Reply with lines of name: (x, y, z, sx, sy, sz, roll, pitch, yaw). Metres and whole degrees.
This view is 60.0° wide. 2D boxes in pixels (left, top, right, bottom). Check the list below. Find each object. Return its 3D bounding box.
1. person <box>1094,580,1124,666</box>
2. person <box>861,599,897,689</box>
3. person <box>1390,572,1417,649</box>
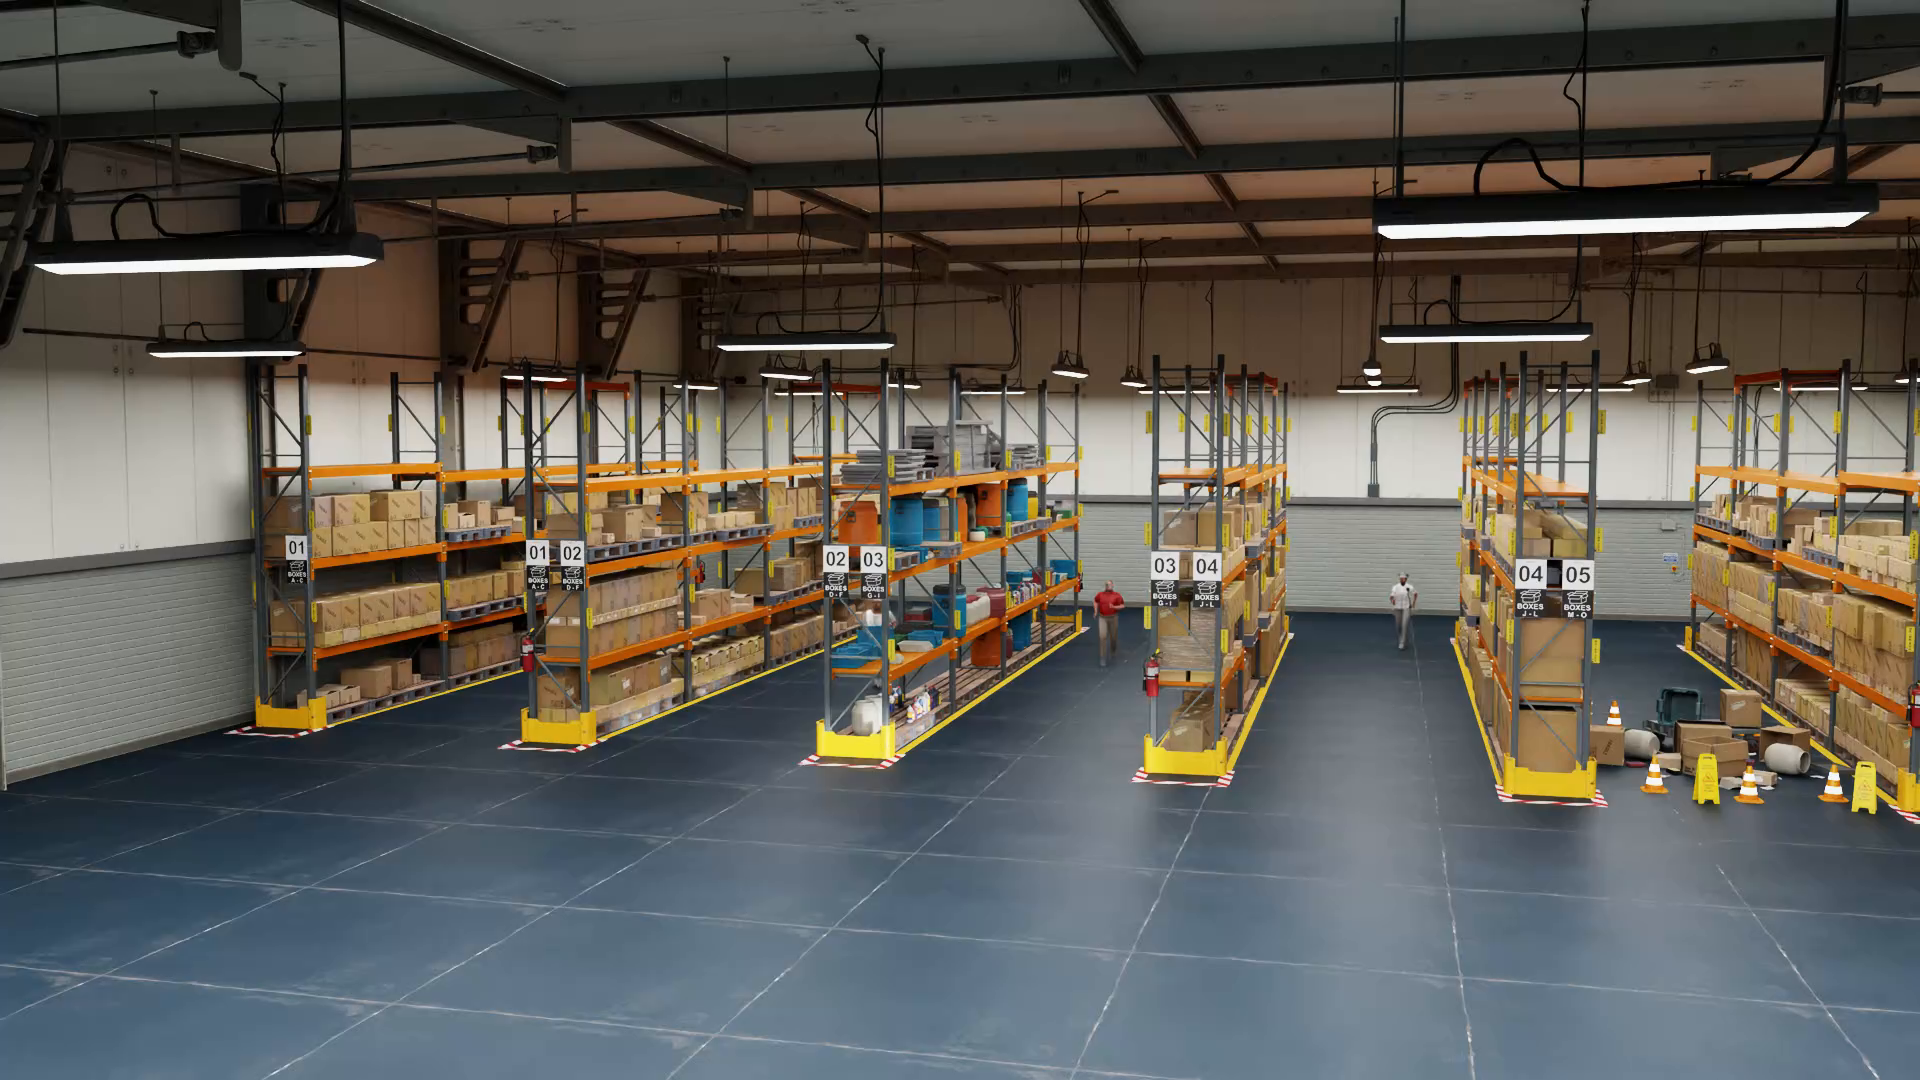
person: (3.125, 1.712, 34.949, 0.657, 1.743, 0.956, 1, 4, 8)
person: (-1.582, 1.943, 31.521, 0.662, 1.782, 0.644, 1, 4, 13)
person: (10.017, 1.575, 37.603, 0.594, 1.715, 0.887, 2, 4, 23)
